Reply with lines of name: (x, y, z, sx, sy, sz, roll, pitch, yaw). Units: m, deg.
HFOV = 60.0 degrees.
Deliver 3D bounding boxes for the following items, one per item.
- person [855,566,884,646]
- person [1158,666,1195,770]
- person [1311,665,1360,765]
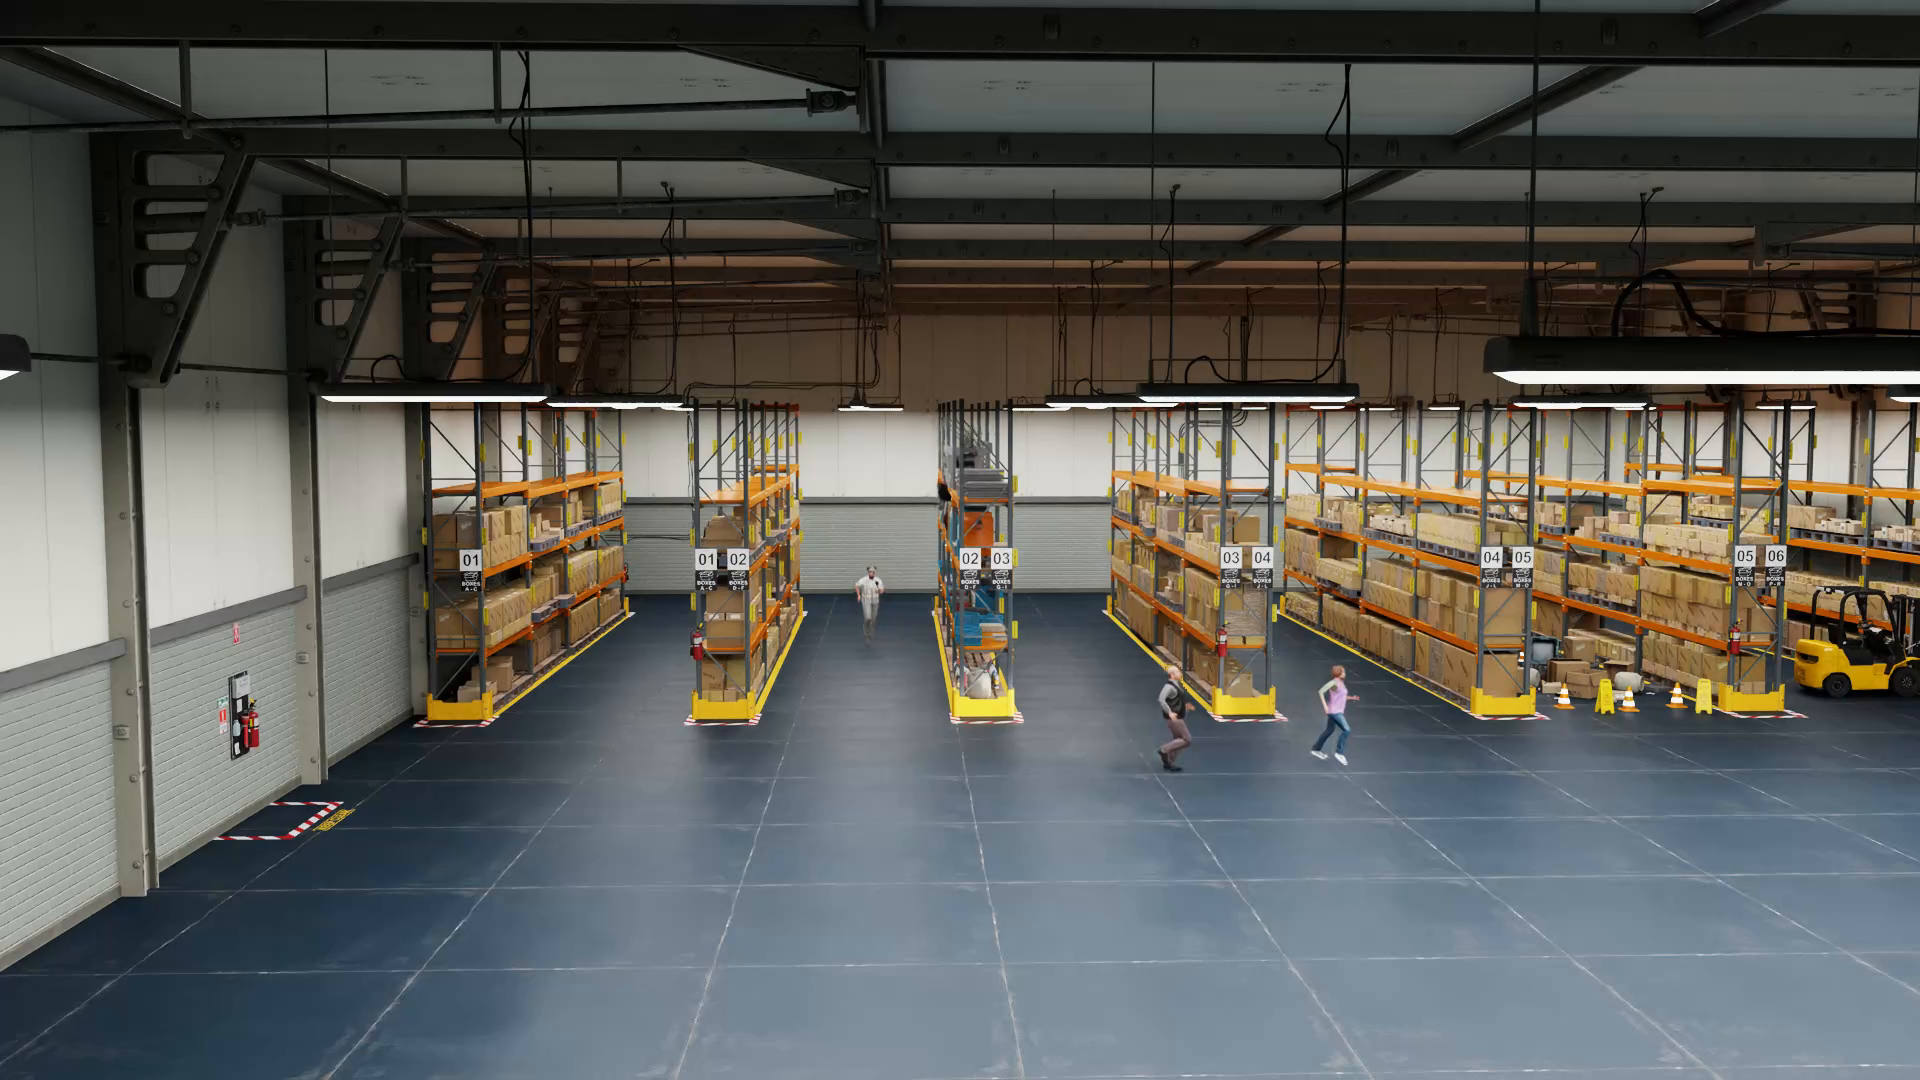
person: (-2.128, 1.559, 39.831, 0.646, 1.901, 0.684, -1, 5, -18)
person: (3.477, 2.860, 26.662, 0.569, 1.678, 0.652, 1, 5, 16)
person: (6.144, 2.857, 27.215, 0.782, 1.638, 0.498, 2, 5, 22)
